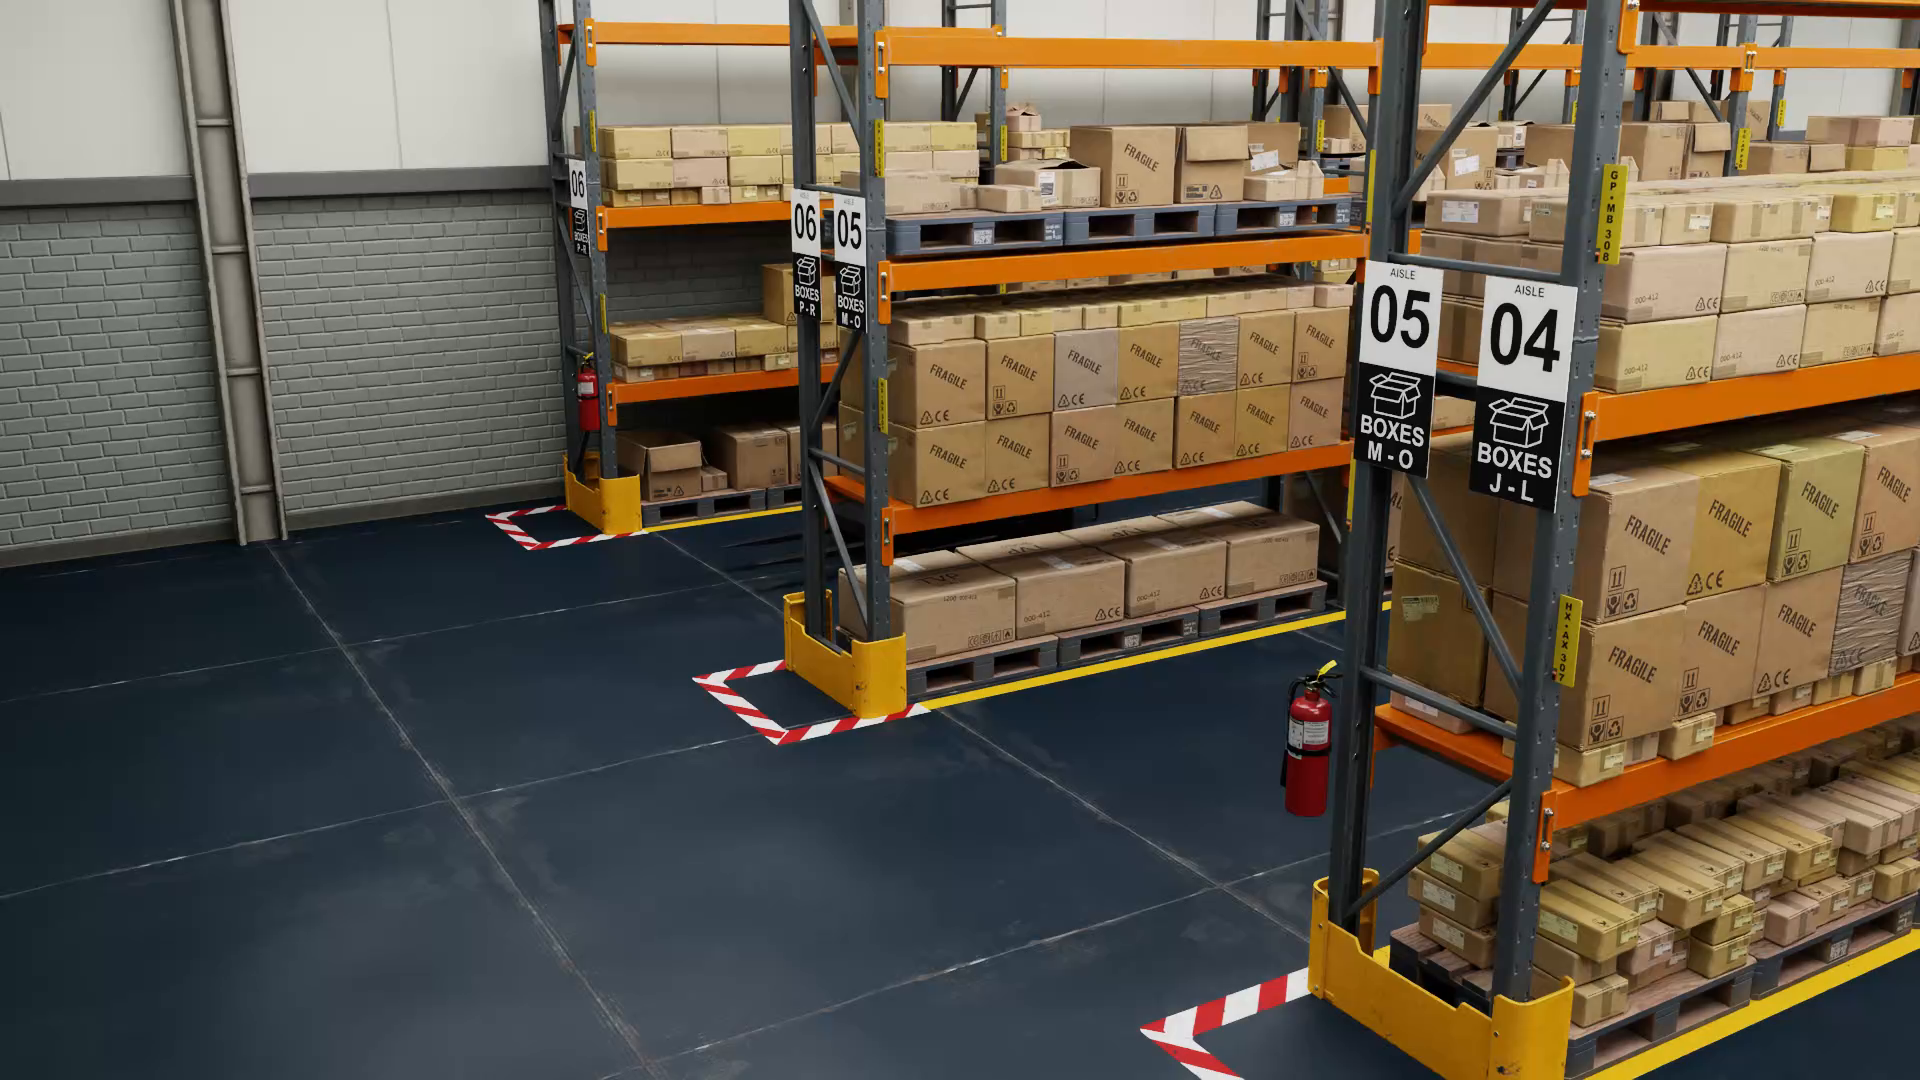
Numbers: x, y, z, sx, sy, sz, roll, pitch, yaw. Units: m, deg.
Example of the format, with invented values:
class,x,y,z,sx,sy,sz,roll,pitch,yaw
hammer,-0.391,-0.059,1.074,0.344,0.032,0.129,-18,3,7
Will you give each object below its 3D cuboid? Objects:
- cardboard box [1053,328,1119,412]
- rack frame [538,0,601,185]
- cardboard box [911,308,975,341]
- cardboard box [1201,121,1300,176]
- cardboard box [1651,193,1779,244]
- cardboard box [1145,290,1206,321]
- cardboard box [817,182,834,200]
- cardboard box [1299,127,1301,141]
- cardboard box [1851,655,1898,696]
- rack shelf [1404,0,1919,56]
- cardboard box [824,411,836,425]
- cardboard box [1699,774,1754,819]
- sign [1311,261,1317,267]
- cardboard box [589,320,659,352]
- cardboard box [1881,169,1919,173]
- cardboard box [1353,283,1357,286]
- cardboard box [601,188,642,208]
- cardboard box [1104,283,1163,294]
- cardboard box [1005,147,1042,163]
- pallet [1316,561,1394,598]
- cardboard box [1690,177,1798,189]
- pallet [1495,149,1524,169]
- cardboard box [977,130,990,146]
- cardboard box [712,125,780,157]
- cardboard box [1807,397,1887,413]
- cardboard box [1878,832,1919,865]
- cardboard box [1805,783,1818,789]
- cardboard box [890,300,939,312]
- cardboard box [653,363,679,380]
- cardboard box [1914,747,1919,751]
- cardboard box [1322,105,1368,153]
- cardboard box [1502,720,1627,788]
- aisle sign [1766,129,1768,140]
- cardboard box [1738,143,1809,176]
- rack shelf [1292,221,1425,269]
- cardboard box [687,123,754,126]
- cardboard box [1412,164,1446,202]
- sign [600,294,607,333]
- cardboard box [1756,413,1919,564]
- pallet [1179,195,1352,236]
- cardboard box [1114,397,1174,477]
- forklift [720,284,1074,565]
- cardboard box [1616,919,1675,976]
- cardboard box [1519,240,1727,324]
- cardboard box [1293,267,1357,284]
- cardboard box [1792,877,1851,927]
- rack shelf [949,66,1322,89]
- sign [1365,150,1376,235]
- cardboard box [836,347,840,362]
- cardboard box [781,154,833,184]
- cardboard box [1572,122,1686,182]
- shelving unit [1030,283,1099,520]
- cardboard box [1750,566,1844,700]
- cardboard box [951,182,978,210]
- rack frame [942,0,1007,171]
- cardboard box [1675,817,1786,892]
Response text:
class,x,y,z,sx,sy,sz,roll,pitch,yaw
cardboard box,0.692,-1.156,10.937,0.500,0.500,0.500,-9,18,-30
rack frame,-3.303,-4.515,13.844,0.127,3.000,1.000,-9,18,-30
cardboard box,-0.108,-1.358,10.459,0.250,0.149,0.380,-9,18,-28
cardboard box,2.073,-2.744,11.936,0.500,0.500,0.500,-9,18,-29
cardboard box,2.786,-1.196,6.176,0.250,0.149,0.380,-9,18,-30
cardboard box,1.457,-1.597,11.309,0.250,0.149,0.380,-10,18,-31
cardboard box,-1.334,-3.166,15.057,0.250,0.149,0.380,-9,18,-29
cardboard box,3.412,-4.329,17.728,0.250,0.149,0.380,-9,18,-28
cardboard box,3.894,0.546,7.371,0.250,0.149,0.380,-9,18,-29
rack shelf,3.607,-2.166,6.803,4.000,0.370,1.077,-9,18,-30
cardboard box,-1.087,-0.942,16.066,0.500,0.500,0.700,-10,19,-32
cardboard box,3.567,1.192,8.001,0.250,0.149,0.380,-9,18,-29
sign,3.842,-3.133,18.032,0.005,0.325,0.100,-9,18,-30
cardboard box,-3.045,-1.823,15.081,0.500,0.250,0.500,-9,18,-28
cardboard box,4.511,-1.645,7.778,0.250,0.149,0.380,-9,18,-30
cardboard box,3.379,-1.758,13.085,0.500,0.500,0.500,-9,18,-29
cardboard box,-2.910,-2.940,14.249,0.250,0.149,0.380,-9,18,-29
cardboard box,1.212,-1.703,11.689,0.250,0.149,0.380,-9,18,-30
cardboard box,0.587,-3.706,16.016,0.250,0.149,0.380,-9,18,-29
pallet,3.308,0.184,13.364,1.213,0.211,1.003,-9,18,-30
cardboard box,3.357,-1.475,7.170,0.250,0.149,0.380,-10,18,-31
pallet,6.234,-4.521,19.777,1.217,0.209,0.805,-10,19,-32
cardboard box,0.323,-3.968,16.401,0.250,0.149,0.380,-10,18,-30
cardboard box,-1.924,-3.525,14.671,0.500,0.250,0.500,-10,18,-31
cardboard box,3.925,-0.431,7.802,0.500,0.500,0.500,-9,18,-29
cardboard box,4.295,1.375,7.899,0.250,0.149,0.380,-9,18,-28
cardboard box,4.252,1.235,8.398,0.250,0.149,0.380,-10,19,-33
cardboard box,-0.333,-1.457,10.812,0.250,0.149,0.380,-9,18,-29
cardboard box,-2.685,-1.534,14.789,0.250,0.149,0.380,-9,18,-28
cardboard box,4.952,1.135,8.204,0.250,0.149,0.380,-9,18,-29
cardboard box,4.301,-4.525,18.291,0.500,0.500,0.500,-9,18,-29
cardboard box,2.339,0.805,6.447,0.250,0.149,0.380,-9,18,-30
aisle sign,10.620,-5.043,22.027,0.004,0.787,0.394,-9,18,-30
cardboard box,6.932,-3.212,14.569,0.500,0.500,0.700,-9,18,-30
rack shelf,4.400,-2.410,13.226,4.000,0.370,1.077,-9,18,-30
cardboard box,-2.183,-3.655,15.134,0.500,0.250,0.500,-9,18,-29
cardboard box,3.295,-2.605,12.058,0.258,0.266,0.396,-9,18,-30
sign,-3.023,-1.918,14.089,0.005,0.325,0.100,-9,18,-30
cardboard box,3.736,-0.231,7.089,0.500,0.500,0.500,-10,18,-31
pallet,1.979,-2.325,11.752,1.213,0.211,1.003,-9,18,-30
cardboard box,1.101,-0.744,11.320,0.500,0.500,0.500,-9,18,-28
forklift,-0.511,-1.315,13.669,3.031,2.935,1.130,-11,19,-34
cardboard box,2.738,1.642,6.948,0.250,0.149,0.380,-9,18,-30
cardboard box,2.411,-0.962,6.079,0.500,0.250,0.500,-9,18,-29
cardboard box,4.074,-2.906,18.572,0.500,0.250,0.500,-9,18,-30
cardboard box,3.826,1.606,7.625,0.250,0.149,0.380,-9,18,-30
rack shelf,1.840,-4.810,16.971,4.000,0.370,1.077,-9,18,-30
sign,1.624,-1.349,6.467,0.005,0.325,0.100,-9,18,-30
cardboard box,-1.162,-1.793,15.716,0.250,0.149,0.380,-9,18,-29
cardboard box,-1.480,-3.361,15.012,0.500,0.250,0.500,-10,18,-31
cardboard box,5.364,-3.103,13.403,0.500,0.500,0.700,-10,19,-32
shelving unit,0.935,-1.195,14.784,0.503,2.100,0.431,-11,19,-34
cardboard box,3.292,0.318,6.983,0.500,0.500,0.500,-9,18,-29
cardboard box,-0.086,-2.212,10.689,0.250,0.149,0.380,-11,19,-34
rack frame,0.126,-5.071,15.828,0.127,3.000,1.000,-9,18,-30
cardboard box,3.386,1.381,7.327,0.250,0.149,0.380,-8,18,-28
